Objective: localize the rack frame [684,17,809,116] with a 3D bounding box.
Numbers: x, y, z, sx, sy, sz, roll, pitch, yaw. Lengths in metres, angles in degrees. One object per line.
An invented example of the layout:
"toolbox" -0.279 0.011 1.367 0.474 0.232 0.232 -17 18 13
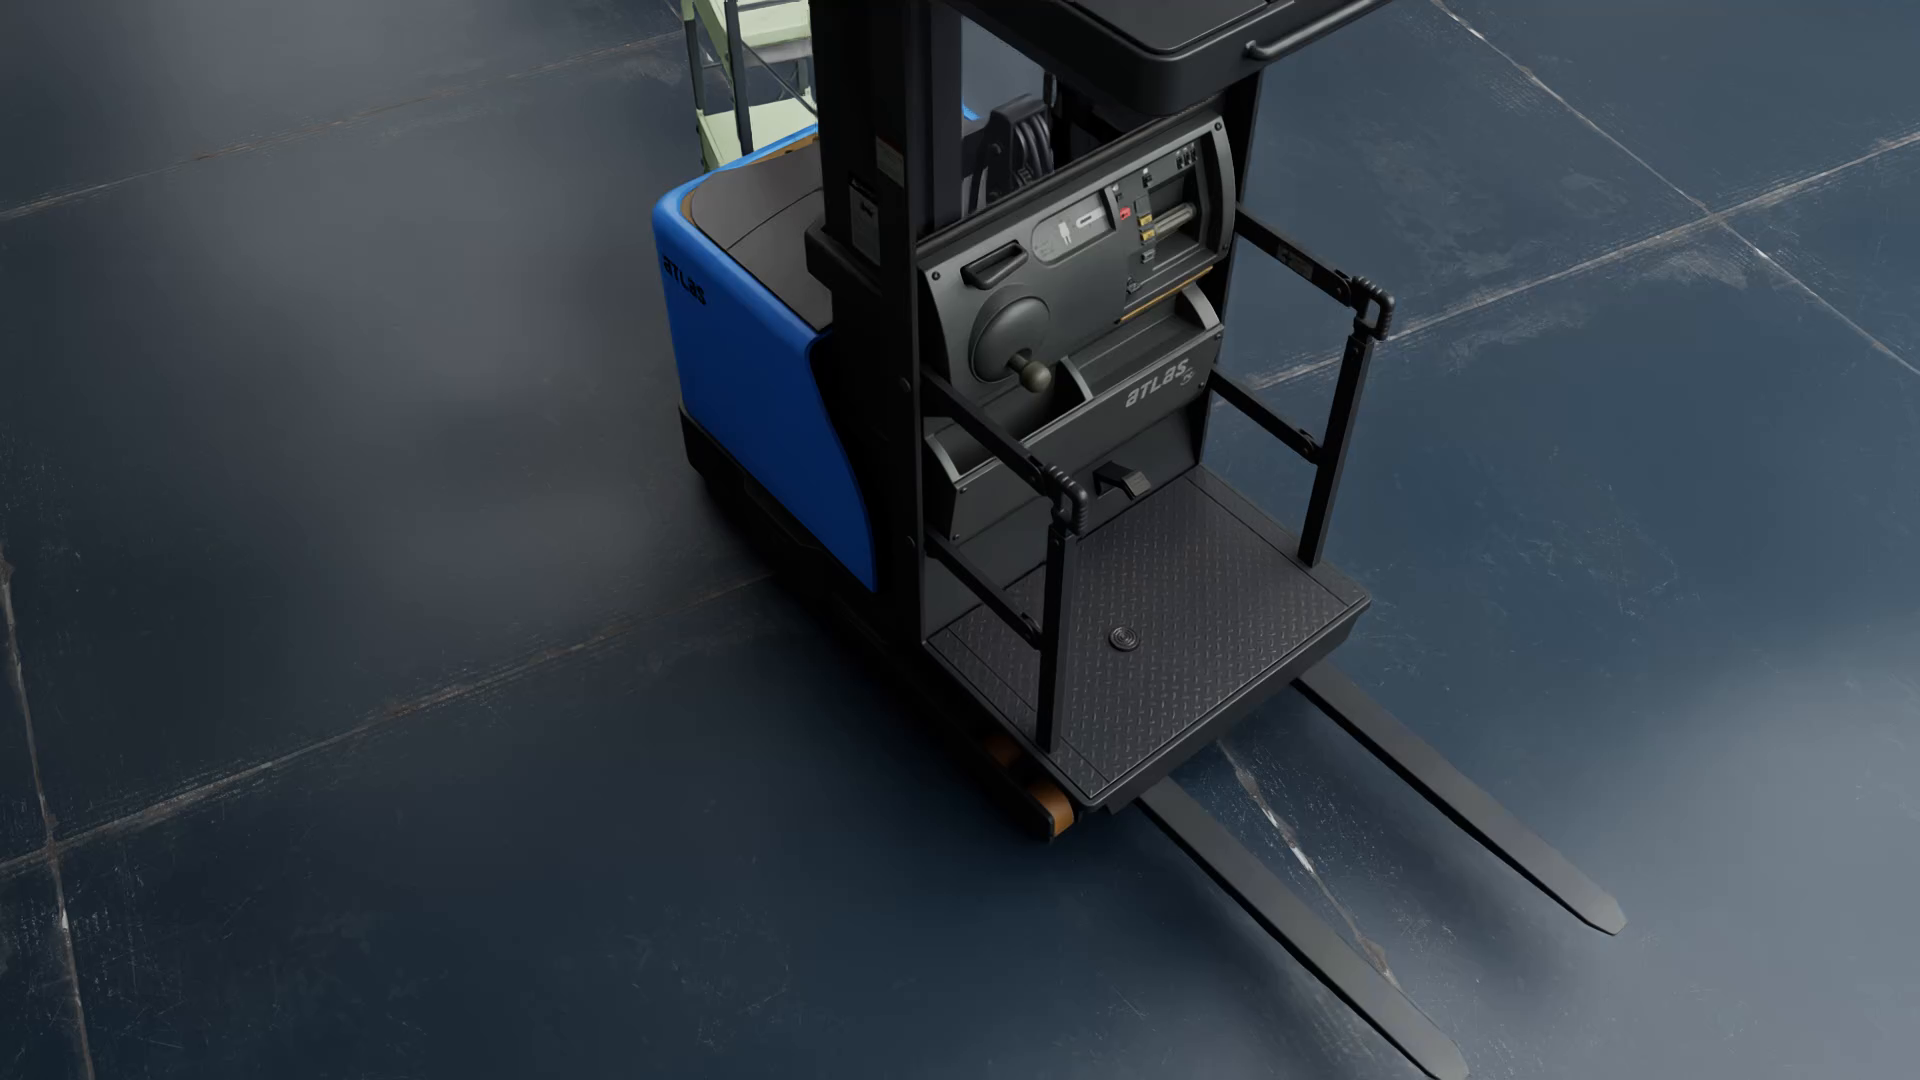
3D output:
"rack frame" -0.723 -1.639 5.687 0.400 1.500 0.023 -15 51 -13

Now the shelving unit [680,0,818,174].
"shelving unit" -0.599 -1.380 5.461 0.431 1.500 0.755 -15 51 -13

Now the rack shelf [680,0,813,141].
"rack shelf" -0.599 -1.637 5.167 0.431 0.370 0.720 -15 51 -13

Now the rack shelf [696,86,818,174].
"rack shelf" -0.599 -1.165 5.706 0.431 0.370 0.720 -15 51 -13

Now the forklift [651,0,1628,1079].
"forklift" 0.438 -0.589 3.818 1.130 2.935 3.031 -32 56 -25

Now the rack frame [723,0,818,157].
"rack frame" -0.475 -1.121 5.234 0.400 1.500 0.023 -15 51 -13
